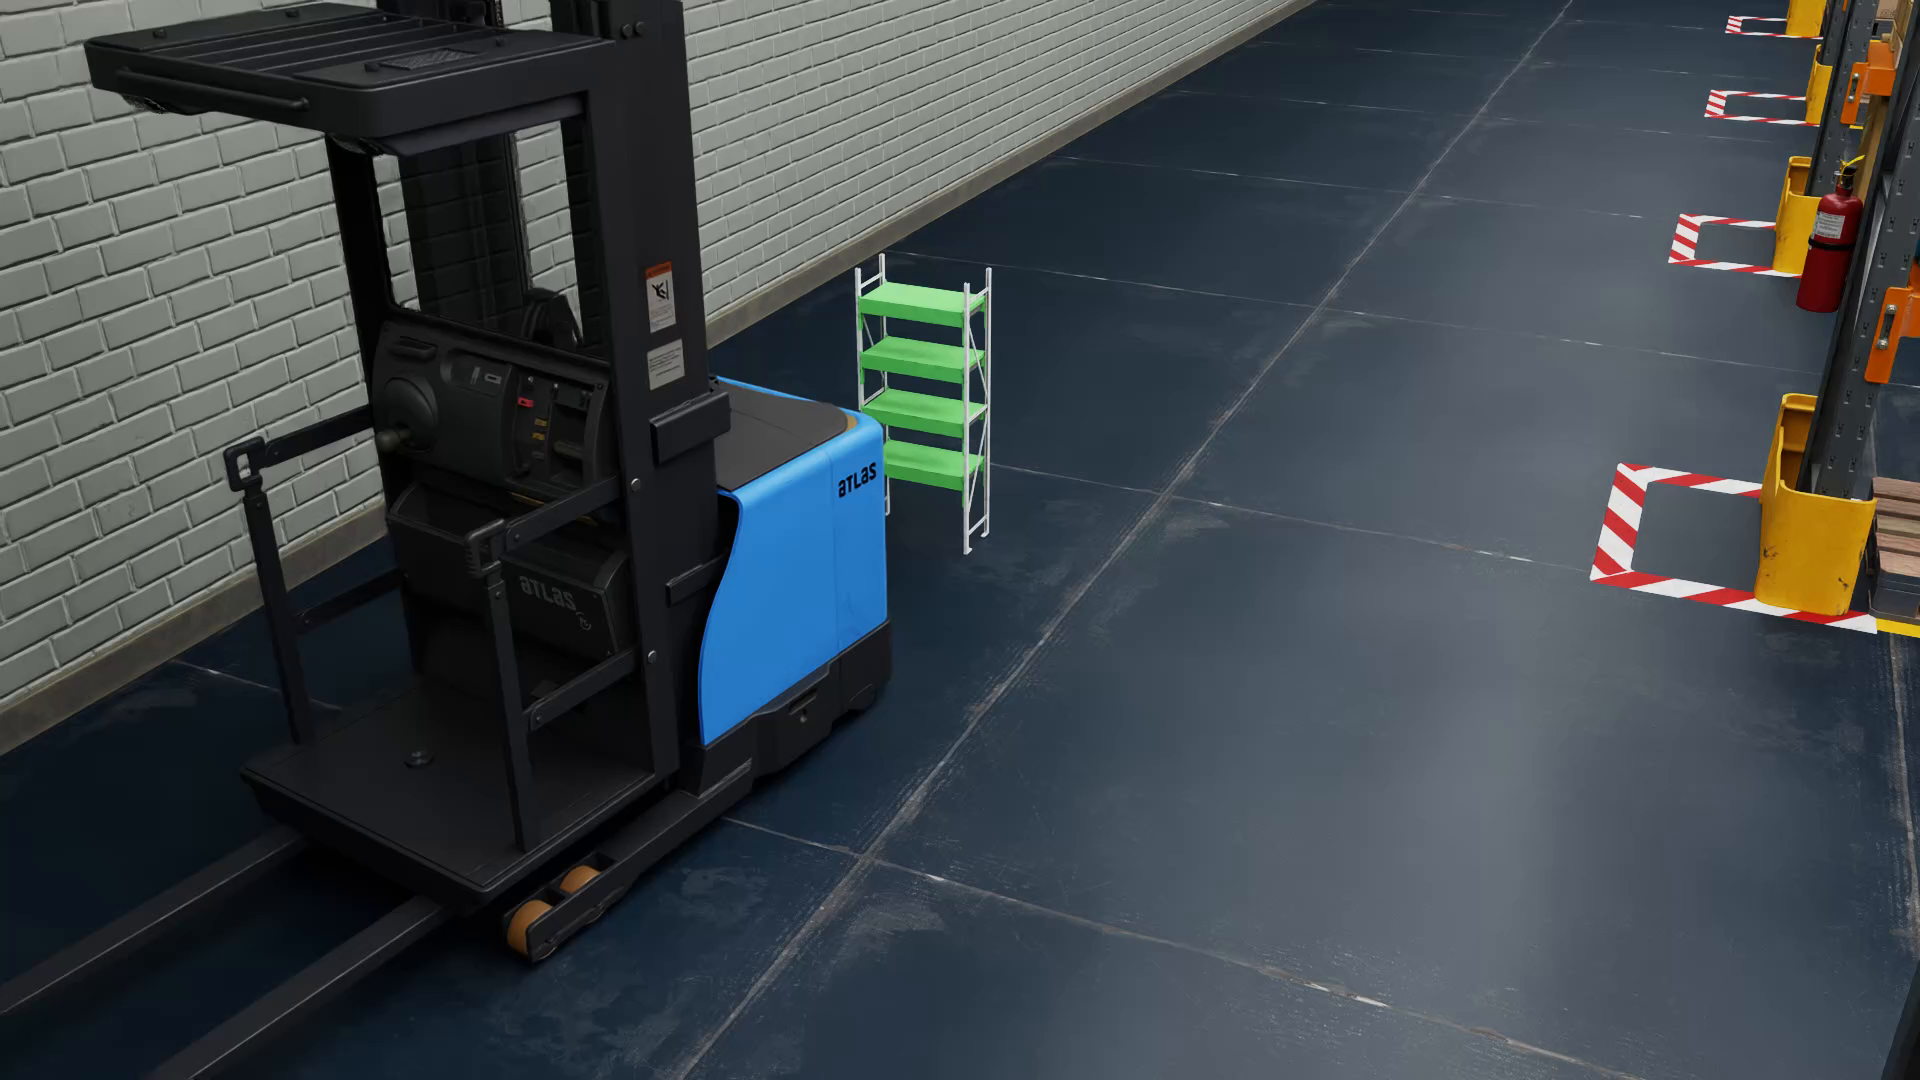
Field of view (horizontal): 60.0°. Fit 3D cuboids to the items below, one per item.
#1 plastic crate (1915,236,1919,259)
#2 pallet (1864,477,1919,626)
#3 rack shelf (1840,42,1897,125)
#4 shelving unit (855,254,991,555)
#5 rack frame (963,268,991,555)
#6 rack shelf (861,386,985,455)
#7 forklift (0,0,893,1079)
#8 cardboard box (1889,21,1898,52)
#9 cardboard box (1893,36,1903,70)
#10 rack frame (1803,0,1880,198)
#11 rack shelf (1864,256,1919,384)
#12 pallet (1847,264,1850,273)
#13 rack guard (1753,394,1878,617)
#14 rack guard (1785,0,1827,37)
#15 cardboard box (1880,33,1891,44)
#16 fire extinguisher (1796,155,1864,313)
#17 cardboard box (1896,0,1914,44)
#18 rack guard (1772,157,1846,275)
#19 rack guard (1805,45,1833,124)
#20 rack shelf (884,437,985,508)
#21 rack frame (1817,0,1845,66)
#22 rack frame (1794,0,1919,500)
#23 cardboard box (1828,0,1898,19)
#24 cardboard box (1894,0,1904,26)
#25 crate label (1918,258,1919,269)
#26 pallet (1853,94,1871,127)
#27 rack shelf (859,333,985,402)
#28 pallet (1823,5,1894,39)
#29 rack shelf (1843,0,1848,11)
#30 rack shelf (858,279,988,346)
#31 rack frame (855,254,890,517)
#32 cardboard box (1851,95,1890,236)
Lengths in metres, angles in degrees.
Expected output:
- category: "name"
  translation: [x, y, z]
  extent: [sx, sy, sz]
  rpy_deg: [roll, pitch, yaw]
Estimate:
- category: "plastic crate"
  translation: [4.023, -1.354, 6.496]
  extent: [0.499, 0.435, 0.616]
  rpy_deg: [11, 28, 22]
- category: "pallet"
  translation: [4.375, 0.120, 6.767]
  extent: [1.213, 0.211, 1.003]
  rpy_deg: [11, 28, 22]
- category: "rack shelf"
  translation: [7.511, -2.600, 9.950]
  extent: [4.000, 0.370, 1.077]
  rpy_deg: [11, 28, 22]
- category: "shelving unit"
  translation: [-0.151, -0.569, 7.046]
  extent: [0.503, 1.200, 0.258]
  rpy_deg: [11, 28, 22]
- category: "rack frame"
  translation: [0.071, -0.524, 6.956]
  extent: [0.015, 1.200, 0.240]
  rpy_deg: [11, 28, 22]
- category: "rack shelf"
  translation: [-0.151, -0.511, 7.075]
  extent: [0.480, 0.148, 0.258]
  rpy_deg: [11, 28, 22]
- category: "forklift"
  translation: [-1.479, -0.345, 4.633]
  extent: [1.130, 2.935, 3.031]
  rpy_deg: [16, 31, 30]
- category: "cardboard box"
  translation: [6.151, -3.243, 10.726]
  extent: [0.250, 0.149, 0.380]
  rpy_deg: [12, 29, 23]
- category: "cardboard box"
  translation: [5.877, -2.978, 10.188]
  extent: [0.250, 0.149, 0.380]
  rpy_deg: [12, 29, 22]
- category: "rack frame"
  translation: [5.691, -3.289, 10.534]
  extent: [0.127, 3.000, 1.000]
  rpy_deg: [11, 28, 22]
- category: "rack shelf"
  translation: [5.461, -0.609, 5.905]
  extent: [4.000, 0.370, 1.077]
  rpy_deg: [11, 28, 22]
- category: "pallet"
  translation: [6.451, -1.923, 10.917]
  extent: [1.213, 0.211, 1.003]
  rpy_deg: [11, 28, 22]
- category: "rack guard"
  translation: [3.613, -0.175, 7.039]
  extent: [0.348, 0.500, 1.175]
  rpy_deg: [11, 28, 22]
- category: "rack guard"
  translation: [9.771, -6.156, 19.188]
  extent: [0.348, 0.500, 1.175]
  rpy_deg: [11, 28, 22]
- category: "cardboard box"
  translation: [8.423, -4.446, 14.963]
  extent: [0.250, 0.149, 0.380]
  rpy_deg: [12, 29, 22]
- category: "fire extinguisher"
  translation: [3.691, -1.305, 7.015]
  extent: [0.183, 0.674, 0.296]
  rpy_deg: [11, 28, 22]
- category: "cardboard box"
  translation: [6.016, -3.159, 10.102]
  extent: [0.500, 0.250, 0.500]
  rpy_deg: [11, 28, 20]
- category: "rack guard"
  translation: [5.669, -2.172, 11.095]
  extent: [0.348, 0.500, 1.175]
  rpy_deg: [11, 28, 22]
- category: "rack guard"
  translation: [7.905, -4.129, 15.071]
  extent: [0.348, 0.500, 1.175]
  rpy_deg: [11, 28, 22]
- category: "rack shelf"
  translation: [-0.151, -0.296, 7.181]
  extent: [0.480, 0.148, 0.258]
  rpy_deg: [11, 28, 22]
- category: "rack frame"
  translation: [7.836, -5.265, 14.547]
  extent: [0.127, 3.000, 1.000]
  rpy_deg: [11, 28, 22]
- category: "rack frame"
  translation: [3.640, -1.297, 6.489]
  extent: [0.127, 3.000, 1.000]
  rpy_deg: [11, 28, 22]
- category: "cardboard box"
  translation: [10.435, -6.232, 18.937]
  extent: [0.875, 0.438, 0.875]
  rpy_deg: [10, 28, 20]
- category: "cardboard box"
  translation: [6.242, -3.373, 10.538]
  extent: [0.500, 0.250, 0.500]
  rpy_deg: [11, 28, 21]
- category: "crate label"
  translation: [3.729, -1.071, 6.152]
  extent: [0.303, 0.233, 0.416]
  rpy_deg: [11, 28, 22]
- category: "pallet"
  translation: [8.630, -3.837, 14.804]
  extent: [1.213, 0.211, 1.003]
  rpy_deg: [11, 28, 22]
- category: "rack shelf"
  translation: [-0.151, -0.727, 6.969]
  extent: [0.480, 0.148, 0.258]
  rpy_deg: [11, 28, 22]
- category: "pallet"
  translation: [10.553, -5.908, 19.010]
  extent: [1.213, 0.211, 1.003]
  rpy_deg: [11, 28, 22]
- category: "rack shelf"
  translation: [9.656, -4.576, 13.963]
  extent: [4.000, 0.370, 1.077]
  rpy_deg: [11, 28, 22]
- category: "rack shelf"
  translation: [-0.151, -0.942, 6.863]
  extent: [0.480, 0.148, 0.258]
  rpy_deg: [11, 28, 22]
- category: "rack frame"
  translation: [-0.373, -0.613, 7.137]
  extent: [0.015, 1.200, 0.240]
  rpy_deg: [11, 28, 22]
- category: "cardboard box"
  translation: [6.306, -2.439, 10.738]
  extent: [0.875, 0.875, 0.875]
  rpy_deg: [11, 28, 22]
